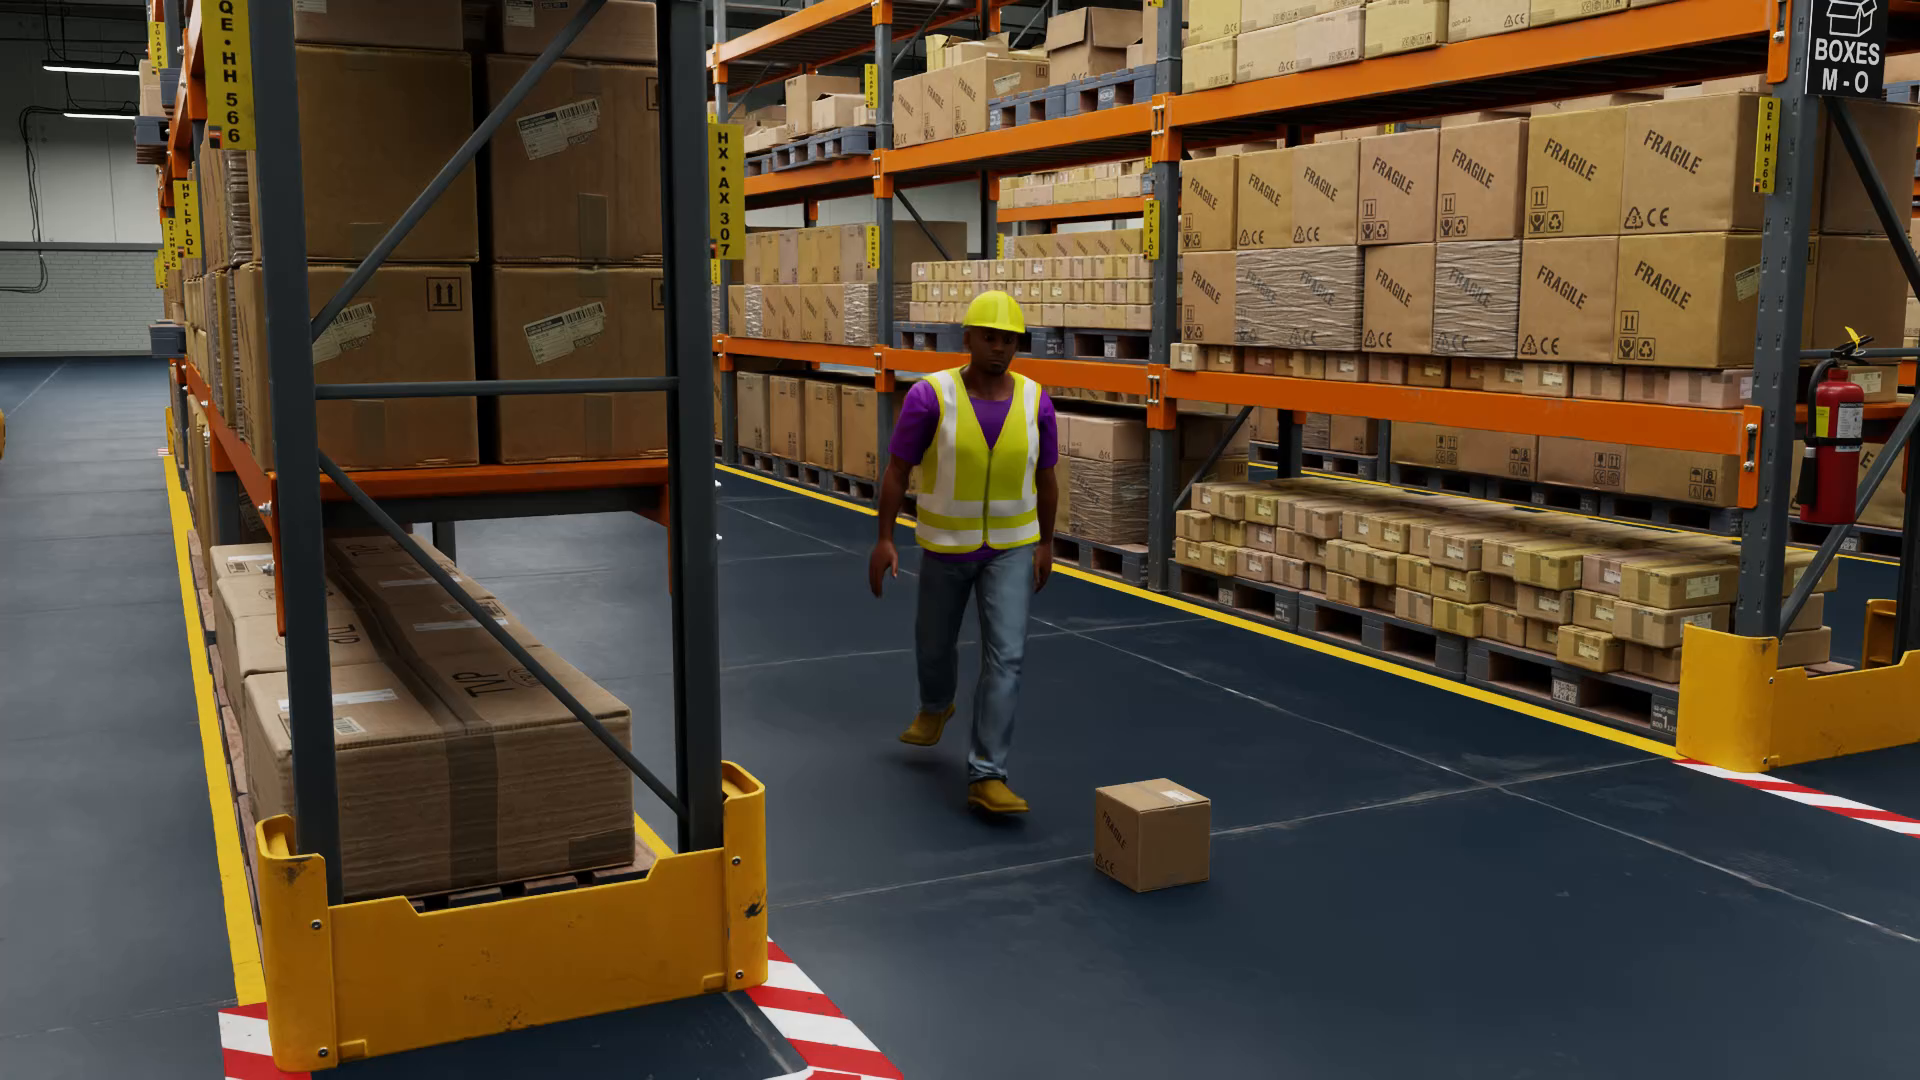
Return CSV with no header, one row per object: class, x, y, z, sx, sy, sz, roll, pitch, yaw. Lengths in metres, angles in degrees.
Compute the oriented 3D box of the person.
person,0.013,0.009,5.748,0.682,1.727,1.029,-2,9,-10
